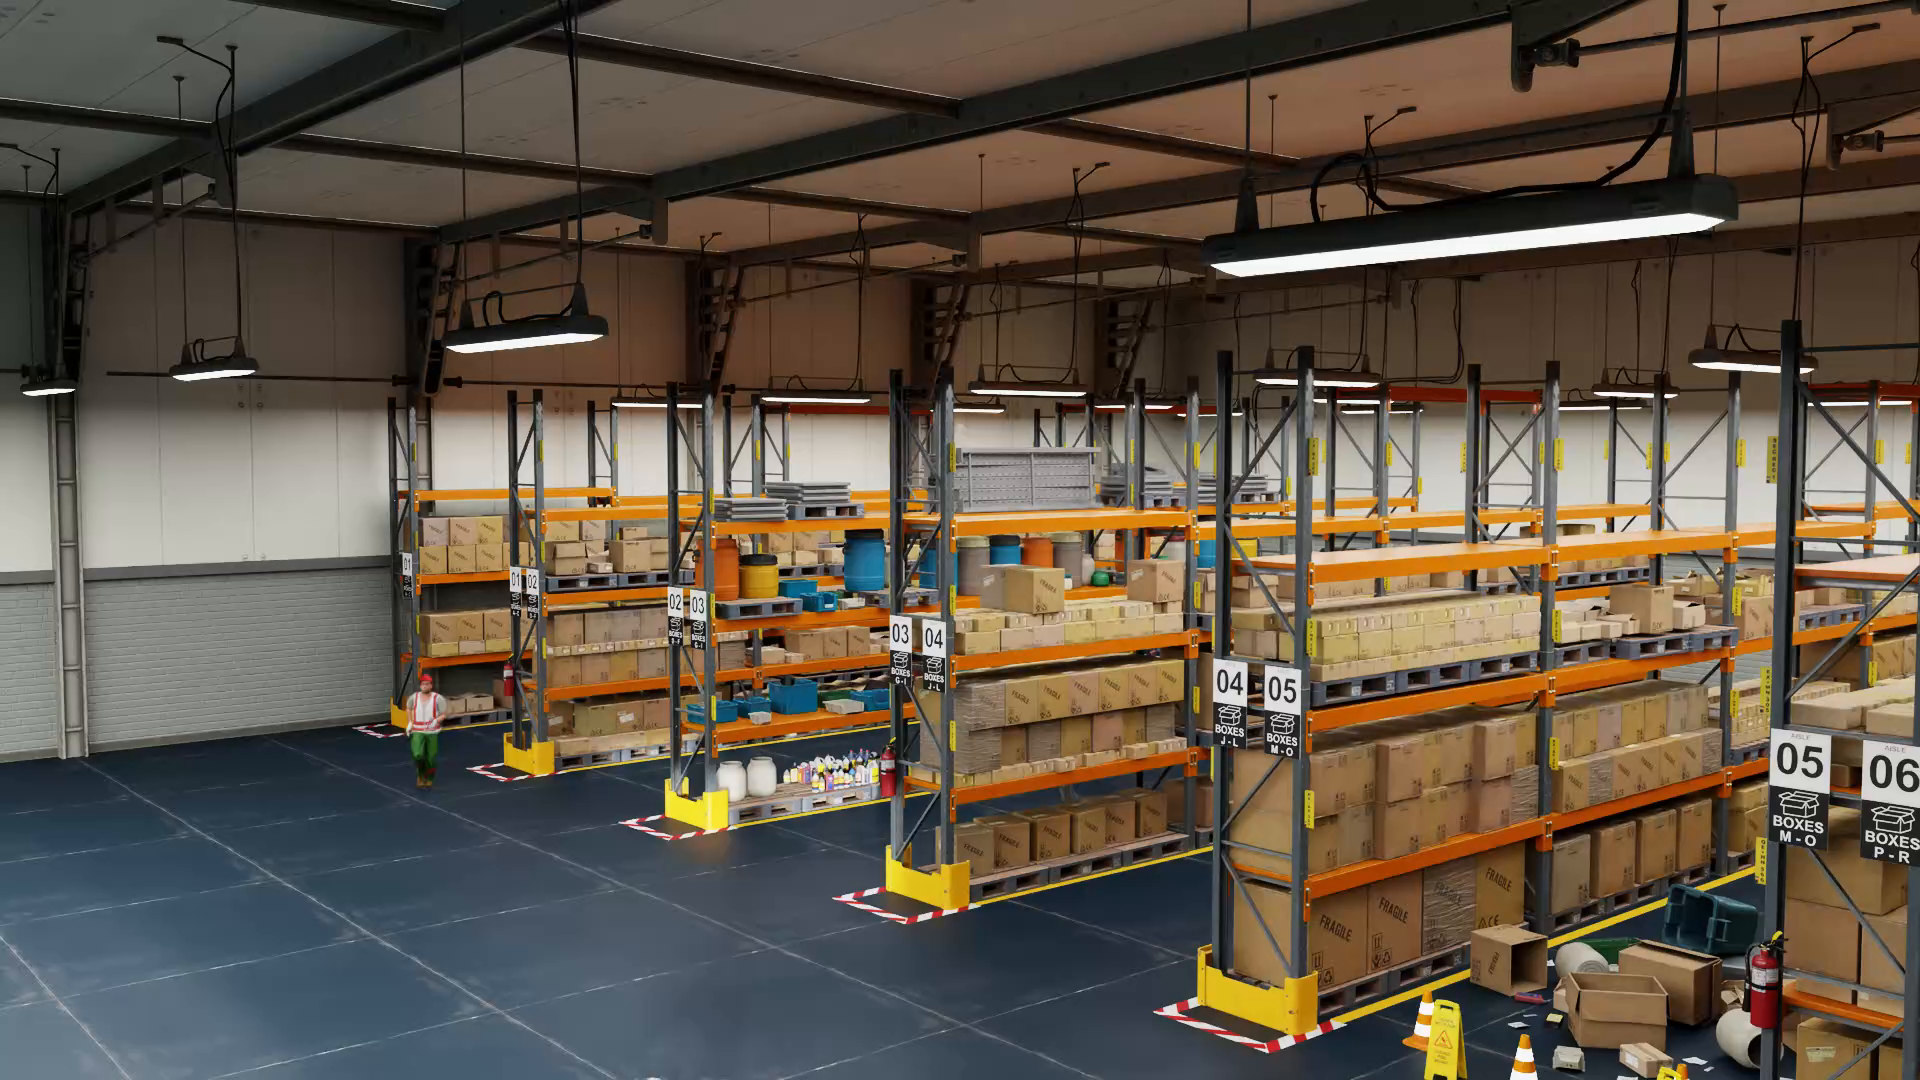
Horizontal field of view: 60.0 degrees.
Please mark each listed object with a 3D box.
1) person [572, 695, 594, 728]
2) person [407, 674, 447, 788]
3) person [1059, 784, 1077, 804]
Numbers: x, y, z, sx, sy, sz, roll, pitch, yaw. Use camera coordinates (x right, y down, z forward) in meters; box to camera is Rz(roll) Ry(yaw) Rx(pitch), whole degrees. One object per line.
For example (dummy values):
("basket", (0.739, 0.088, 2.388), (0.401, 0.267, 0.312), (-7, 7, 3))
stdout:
("person", (-6.527, 2.670, 28.874), (0.607, 1.640, 0.849), (3, 5, 44))
("person", (-7.913, 2.847, 24.653), (0.589, 1.717, 0.720), (-1, 3, -13))
("person", (1.438, 2.941, 23.074), (0.640, 1.836, 0.727), (3, 4, 41))
